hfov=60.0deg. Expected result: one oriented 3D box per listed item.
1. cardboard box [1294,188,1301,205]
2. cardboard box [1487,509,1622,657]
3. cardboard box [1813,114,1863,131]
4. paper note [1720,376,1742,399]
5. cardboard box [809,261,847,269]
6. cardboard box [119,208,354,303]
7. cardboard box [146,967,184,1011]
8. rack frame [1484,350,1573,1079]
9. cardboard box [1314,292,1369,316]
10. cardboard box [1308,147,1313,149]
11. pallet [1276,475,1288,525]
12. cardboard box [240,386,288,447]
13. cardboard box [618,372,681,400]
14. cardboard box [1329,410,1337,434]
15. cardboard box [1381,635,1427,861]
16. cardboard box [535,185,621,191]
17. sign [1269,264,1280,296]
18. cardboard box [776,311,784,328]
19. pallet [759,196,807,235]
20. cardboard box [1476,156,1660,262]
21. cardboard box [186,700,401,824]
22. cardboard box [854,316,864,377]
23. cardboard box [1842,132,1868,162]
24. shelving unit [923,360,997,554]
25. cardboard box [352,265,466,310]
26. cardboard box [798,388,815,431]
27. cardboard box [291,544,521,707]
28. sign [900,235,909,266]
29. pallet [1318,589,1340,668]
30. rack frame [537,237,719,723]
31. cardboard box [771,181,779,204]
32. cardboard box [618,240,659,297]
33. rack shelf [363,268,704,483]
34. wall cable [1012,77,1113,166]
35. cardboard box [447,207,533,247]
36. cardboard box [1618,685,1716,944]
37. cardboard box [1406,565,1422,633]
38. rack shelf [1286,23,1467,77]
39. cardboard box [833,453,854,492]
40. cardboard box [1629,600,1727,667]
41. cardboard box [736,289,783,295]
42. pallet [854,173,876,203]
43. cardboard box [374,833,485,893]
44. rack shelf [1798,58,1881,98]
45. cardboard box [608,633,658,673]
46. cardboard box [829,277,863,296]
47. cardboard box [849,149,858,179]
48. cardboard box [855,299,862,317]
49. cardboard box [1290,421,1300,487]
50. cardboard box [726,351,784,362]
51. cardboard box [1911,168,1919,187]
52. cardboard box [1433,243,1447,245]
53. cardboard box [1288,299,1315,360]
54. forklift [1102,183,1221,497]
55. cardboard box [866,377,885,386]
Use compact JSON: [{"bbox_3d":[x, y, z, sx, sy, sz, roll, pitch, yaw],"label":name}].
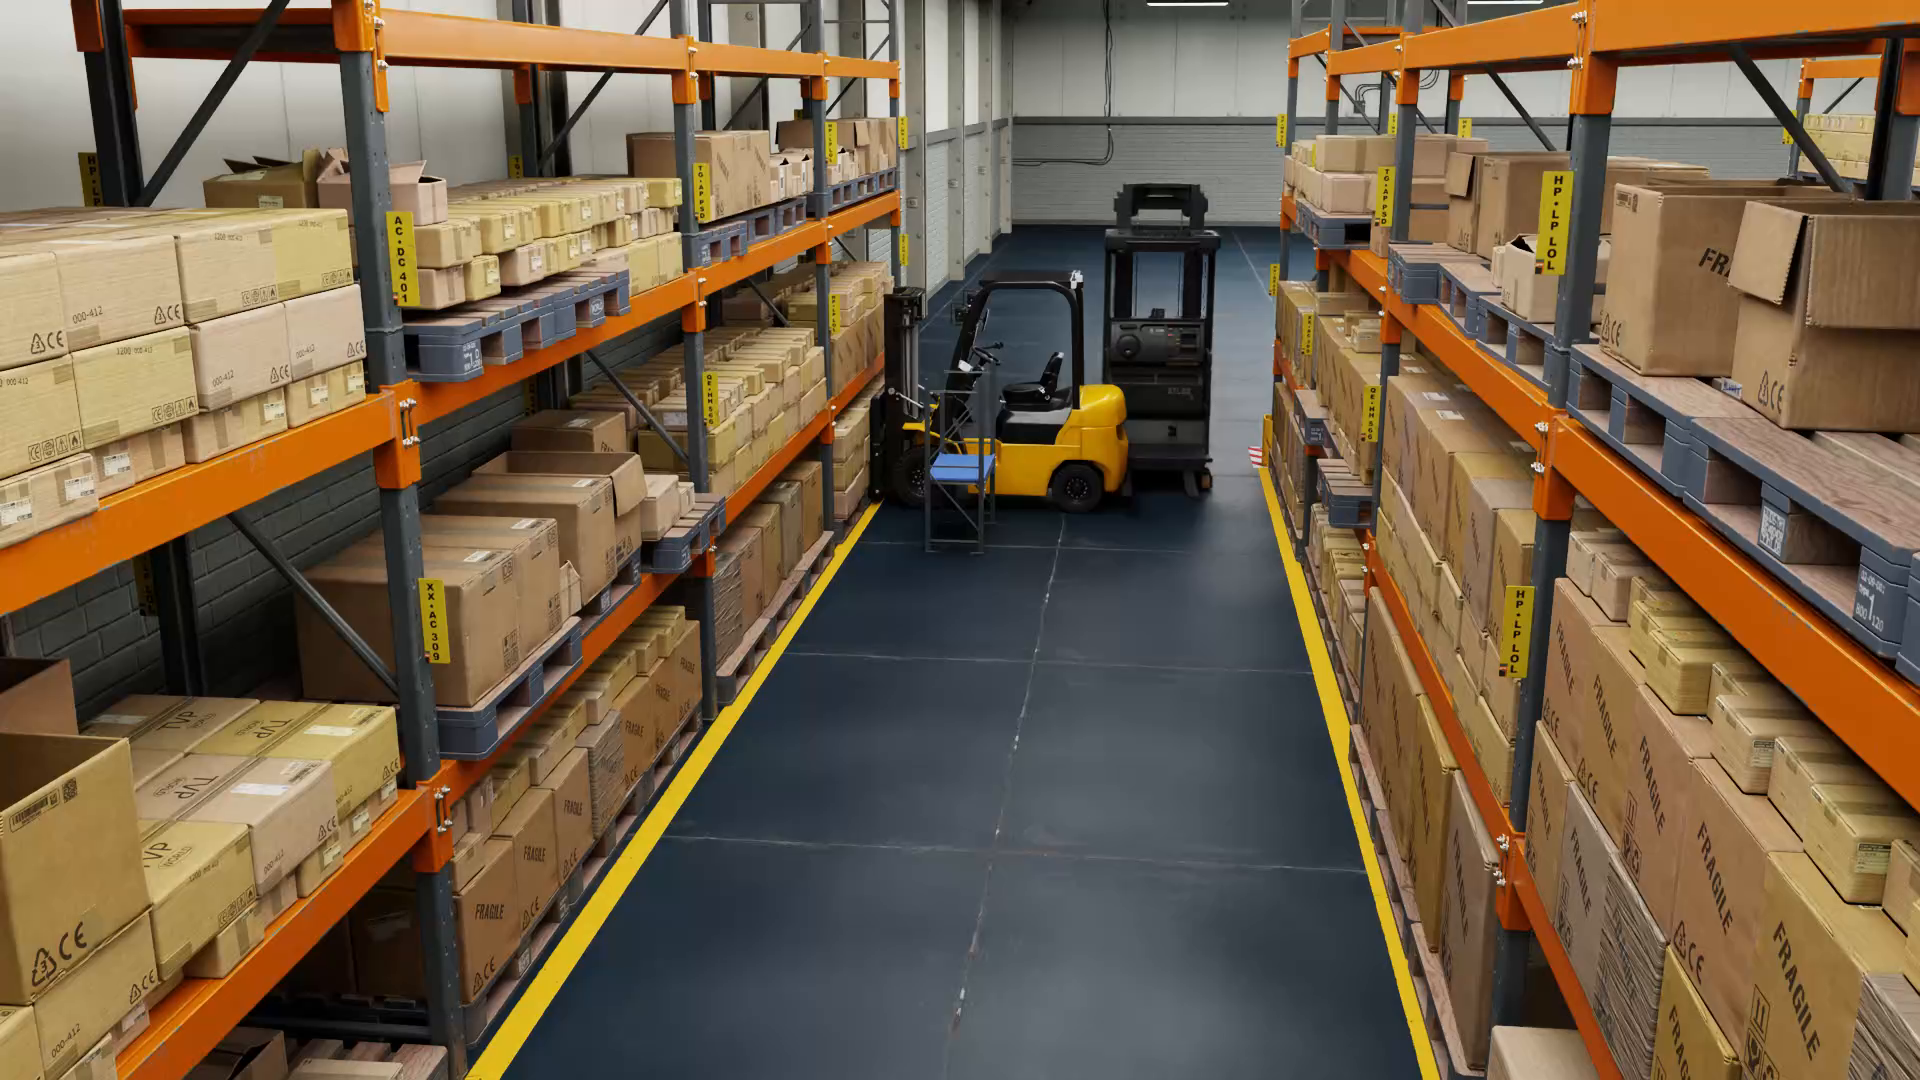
[{"bbox_3d":[3.298,-3.178,15.404,0.380,0.149,0.250,2,15,7],"label":"cardboard box"},{"bbox_3d":[2.247,0.195,6.087,0.500,0.500,0.500,2,15,8],"label":"cardboard box"},{"bbox_3d":[8.347,-3.964,15.786,0.380,0.149,0.250,2,15,7],"label":"cardboard box"},{"bbox_3d":[1.653,-0.328,3.570,0.006,0.032,0.123,2,15,6],"label":"paper note"},{"bbox_3d":[-1.383,-2.833,17.387,0.380,0.149,0.250,1,15,5],"label":"cardboard box"},{"bbox_3d":[-2.304,-0.919,5.326,0.500,0.250,0.500,2,15,6],"label":"cardboard box"},{"bbox_3d":[-2.482,1.250,4.776,0.380,0.149,0.250,2,15,7],"label":"cardboard box"},{"bbox_3d":[2.446,0.849,5.775,1.000,3.000,0.127,2,15,6],"label":"rack frame"},{"bbox_3d":[2.944,-1.822,12.844,0.380,0.149,0.250,2,15,6],"label":"cardboard box"},{"bbox_3d":[3.247,-3.364,14.565,0.380,0.149,0.250,2,15,7],"label":"cardboard box"},{"bbox_3d":[3.524,-0.372,15.634,1.003,0.211,1.213,2,15,6],"label":"pallet"},{"bbox_3d":[-2.303,-0.388,5.085,0.380,0.149,0.250,2,15,8],"label":"cardboard box"},{"bbox_3d":[-2.126,-1.053,11.375,0.380,0.149,0.250,2,15,6],"label":"cardboard box"},{"bbox_3d":[2.798,-0.836,11.684,0.380,0.149,0.250,2,15,8],"label":"cardboard box"},{"bbox_3d":[2.632,1.043,8.326,0.875,0.875,0.875,2,15,7],"label":"cardboard box"},{"bbox_3d":[-1.965,-1.747,8.583,0.380,0.149,0.250,1,15,5],"label":"cardboard box"},{"bbox_3d":[3.261,-2.697,17.231,0.100,0.325,0.005,2,15,6],"label":"sign"},{"bbox_3d":[-1.771,-1.958,14.721,0.380,0.149,0.250,2,15,8],"label":"cardboard box"},{"bbox_3d":[-1.671,-2.497,12.772,0.805,0.209,1.217,1,15,4],"label":"pallet"},{"bbox_3d":[2.974,-1.625,8.182,0.700,0.500,0.500,1,15,3],"label":"cardboard box"},{"bbox_3d":[-2.302,0.772,5.778,0.500,0.250,0.500,2,15,8],"label":"cardboard box"},{"bbox_3d":[-1.176,-1.794,15.357,0.500,0.500,0.500,2,15,6],"label":"cardboard box"},{"bbox_3d":[8.308,-3.534,14.958,0.500,0.250,0.500,2,15,6],"label":"cardboard box"},{"bbox_3d":[0.010,-0.746,14.548,0.538,1.500,1.048,2,15,6],"label":"shelving unit"},{"bbox_3d":[-2.058,-0.940,6.129,0.380,0.149,0.250,2,15,7],"label":"cardboard box"},{"bbox_3d":[-1.432,-1.030,13.010,0.500,0.250,0.500,2,15,6],"label":"cardboard box"},{"bbox_3d":[-2.210,0.334,6.684,0.700,0.500,0.500,2,15,8],"label":"cardboard box"},{"bbox_3d":[-0.595,-3.062,17.568,0.100,0.325,0.005,2,15,6],"label":"sign"},{"bbox_3d":[3.127,0.640,11.892,1.003,0.211,1.213,2,15,6],"label":"pallet"},{"bbox_3d":[-2.035,-0.334,10.149,1.000,3.000,0.127,2,15,6],"label":"rack frame"},{"bbox_3d":[-1.493,-2.454,11.731,0.380,0.149,0.250,2,15,6],"label":"cardboard box"},{"bbox_3d":[-1.908,-1.438,8.776,0.500,0.250,0.500,2,15,6],"label":"cardboard box"},{"bbox_3d":[-2.261,-0.916,7.933,1.077,0.370,4.000,2,15,6],"label":"rack shelf"},{"bbox_3d":[2.925,-12.157,48.331,3.097,2.526,0.112,2,15,6],"label":"wall cable"},{"bbox_3d":[-1.984,-1.285,6.838,0.380,0.149,0.250,1,15,5],"label":"cardboard box"},{"bbox_3d":[2.019,0.698,4.227,0.500,0.500,0.500,2,15,7],"label":"cardboard box"},{"bbox_3d":[2.487,0.273,8.192,0.500,0.250,0.500,2,15,8],"label":"cardboard box"},{"bbox_3d":[3.574,-4.292,14.678,1.077,0.370,4.000,2,15,6],"label":"rack shelf"},{"bbox_3d":[-1.223,-0.604,14.655,0.500,0.250,0.500,2,15,6],"label":"cardboard box"},{"bbox_3d":[2.063,0.276,4.543,0.380,0.149,0.250,2,15,6],"label":"cardboard box"},{"bbox_3d":[-1.796,-2.167,14.926,0.380,0.149,0.250,1,15,5],"label":"cardboard box"},{"bbox_3d":[-1.373,-3.314,15.593,1.003,0.211,1.213,2,15,6],"label":"pallet"},{"bbox_3d":[-2.182,1.310,6.814,0.380,0.149,0.250,2,15,9],"label":"cardboard box"},{"bbox_3d":[8.504,-3.980,14.288,1.077,0.370,4.000,2,15,6],"label":"rack shelf"},{"bbox_3d":[-1.913,0.632,9.321,0.380,0.149,0.250,1,15,4],"label":"cardboard box"},{"bbox_3d":[-1.131,-2.416,15.847,0.380,0.149,0.250,2,15,7],"label":"cardboard box"},{"bbox_3d":[-1.115,-3.381,14.934,0.396,0.266,0.258,1,15,5],"label":"cardboard box"},{"bbox_3d":[-1.114,-2.138,15.390,0.380,0.149,0.250,1,15,4],"label":"cardboard box"},{"bbox_3d":[3.204,-0.756,14.739,0.500,0.500,0.500,2,15,7],"label":"cardboard box"},{"bbox_3d":[-1.517,-1.305,12.307,0.380,0.149,0.250,2,15,7],"label":"cardboard box"},{"bbox_3d":[8.087,-2.986,13.699,0.380,0.149,0.250,2,15,6],"label":"cardboard box"},{"bbox_3d":[2.744,-1.668,9.817,0.380,0.149,0.250,2,15,6],"label":"cardboard box"},{"bbox_3d":[3.310,-1.942,15.334,0.500,0.500,0.500,1,15,5],"label":"cardboard box"},{"bbox_3d":[1.962,-1.998,16.436,1.130,2.935,3.031,1,15,4],"label":"forklift"},{"bbox_3d":[-0.926,-1.505,17.030,0.500,0.250,0.500,2,15,7],"label":"cardboard box"}]
